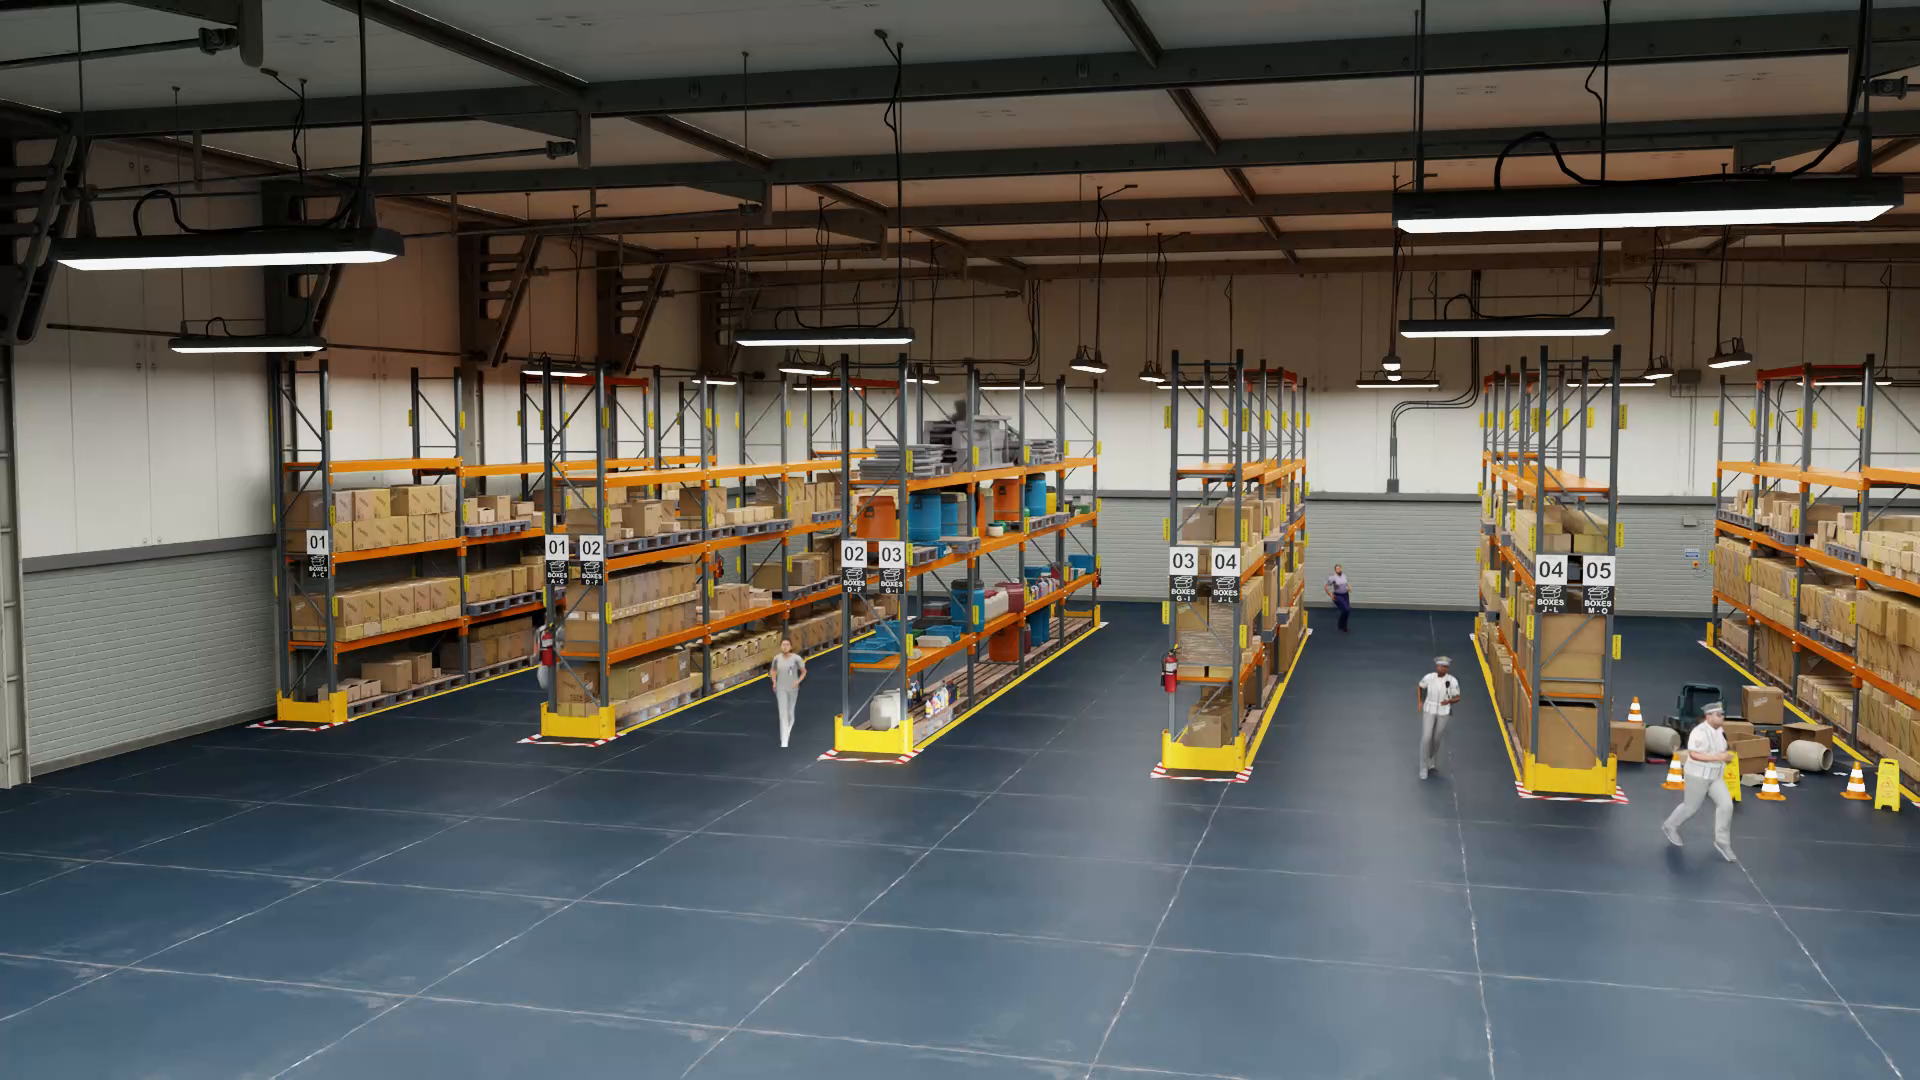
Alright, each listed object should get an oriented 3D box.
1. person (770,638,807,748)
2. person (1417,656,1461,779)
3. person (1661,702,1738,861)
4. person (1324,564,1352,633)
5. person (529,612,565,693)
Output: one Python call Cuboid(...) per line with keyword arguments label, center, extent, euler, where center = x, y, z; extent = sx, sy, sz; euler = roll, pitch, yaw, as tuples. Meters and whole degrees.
Cuboid(label="person", center=(-2.646, 2.319, 25.672), extent=(0.568, 1.662, 0.823), euler=(0, 4, 0))
Cuboid(label="person", center=(6.779, 2.477, 23.551), extent=(0.597, 1.697, 0.851), euler=(1, 4, 14))
Cuboid(label="person", center=(8.571, 2.749, 19.230), extent=(0.688, 1.833, 0.934), euler=(-3, 5, -33))
Cuboid(label="person", center=(8.994, 1.392, 39.288), extent=(0.660, 1.635, 0.623), euler=(-2, 5, -29))
Cuboid(label="person", center=(-7.041, 2.077, 28.717), extent=(0.649, 1.733, 0.632), euler=(1, 4, 8))
